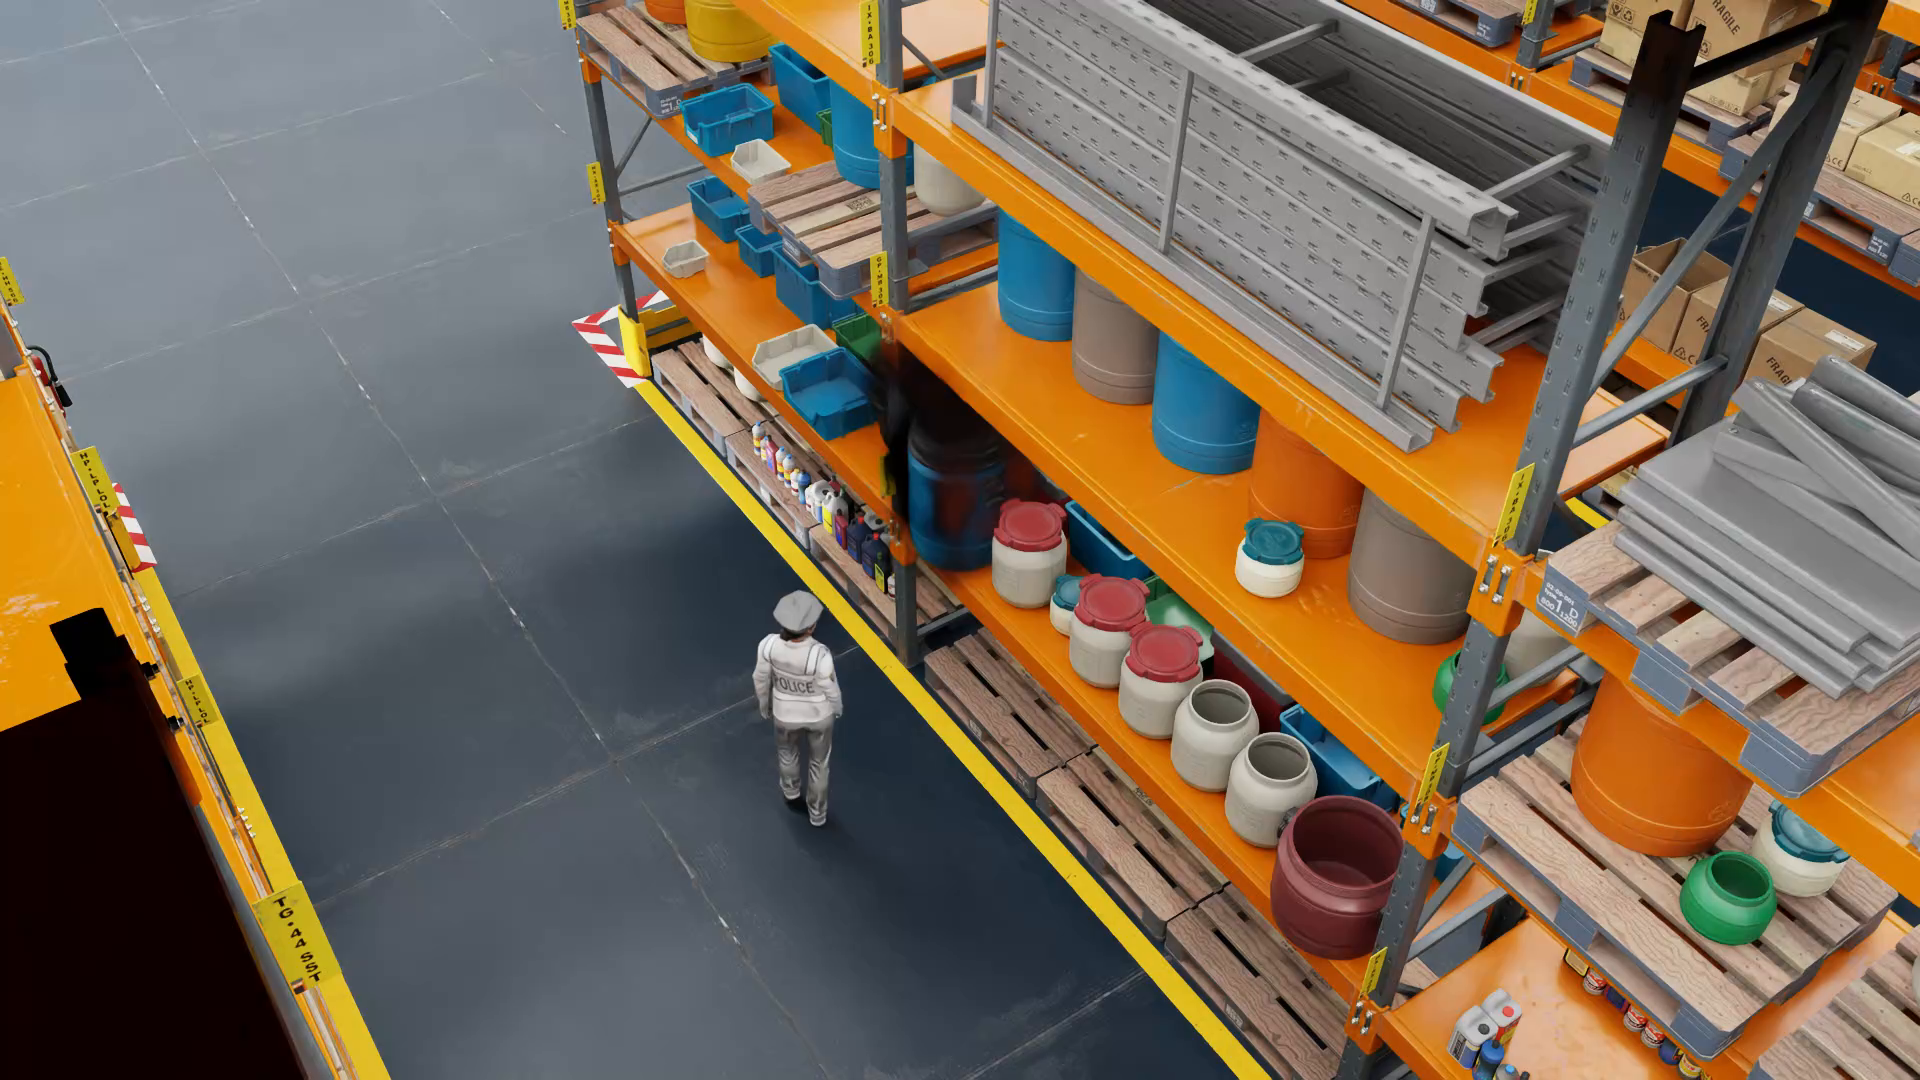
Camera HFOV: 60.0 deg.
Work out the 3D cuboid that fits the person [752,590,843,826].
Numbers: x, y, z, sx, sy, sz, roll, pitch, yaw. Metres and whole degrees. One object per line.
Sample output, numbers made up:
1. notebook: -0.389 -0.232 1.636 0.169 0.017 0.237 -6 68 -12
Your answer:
1. person: -0.914 0.961 9.498 0.499 1.714 0.474 -1 43 -1
